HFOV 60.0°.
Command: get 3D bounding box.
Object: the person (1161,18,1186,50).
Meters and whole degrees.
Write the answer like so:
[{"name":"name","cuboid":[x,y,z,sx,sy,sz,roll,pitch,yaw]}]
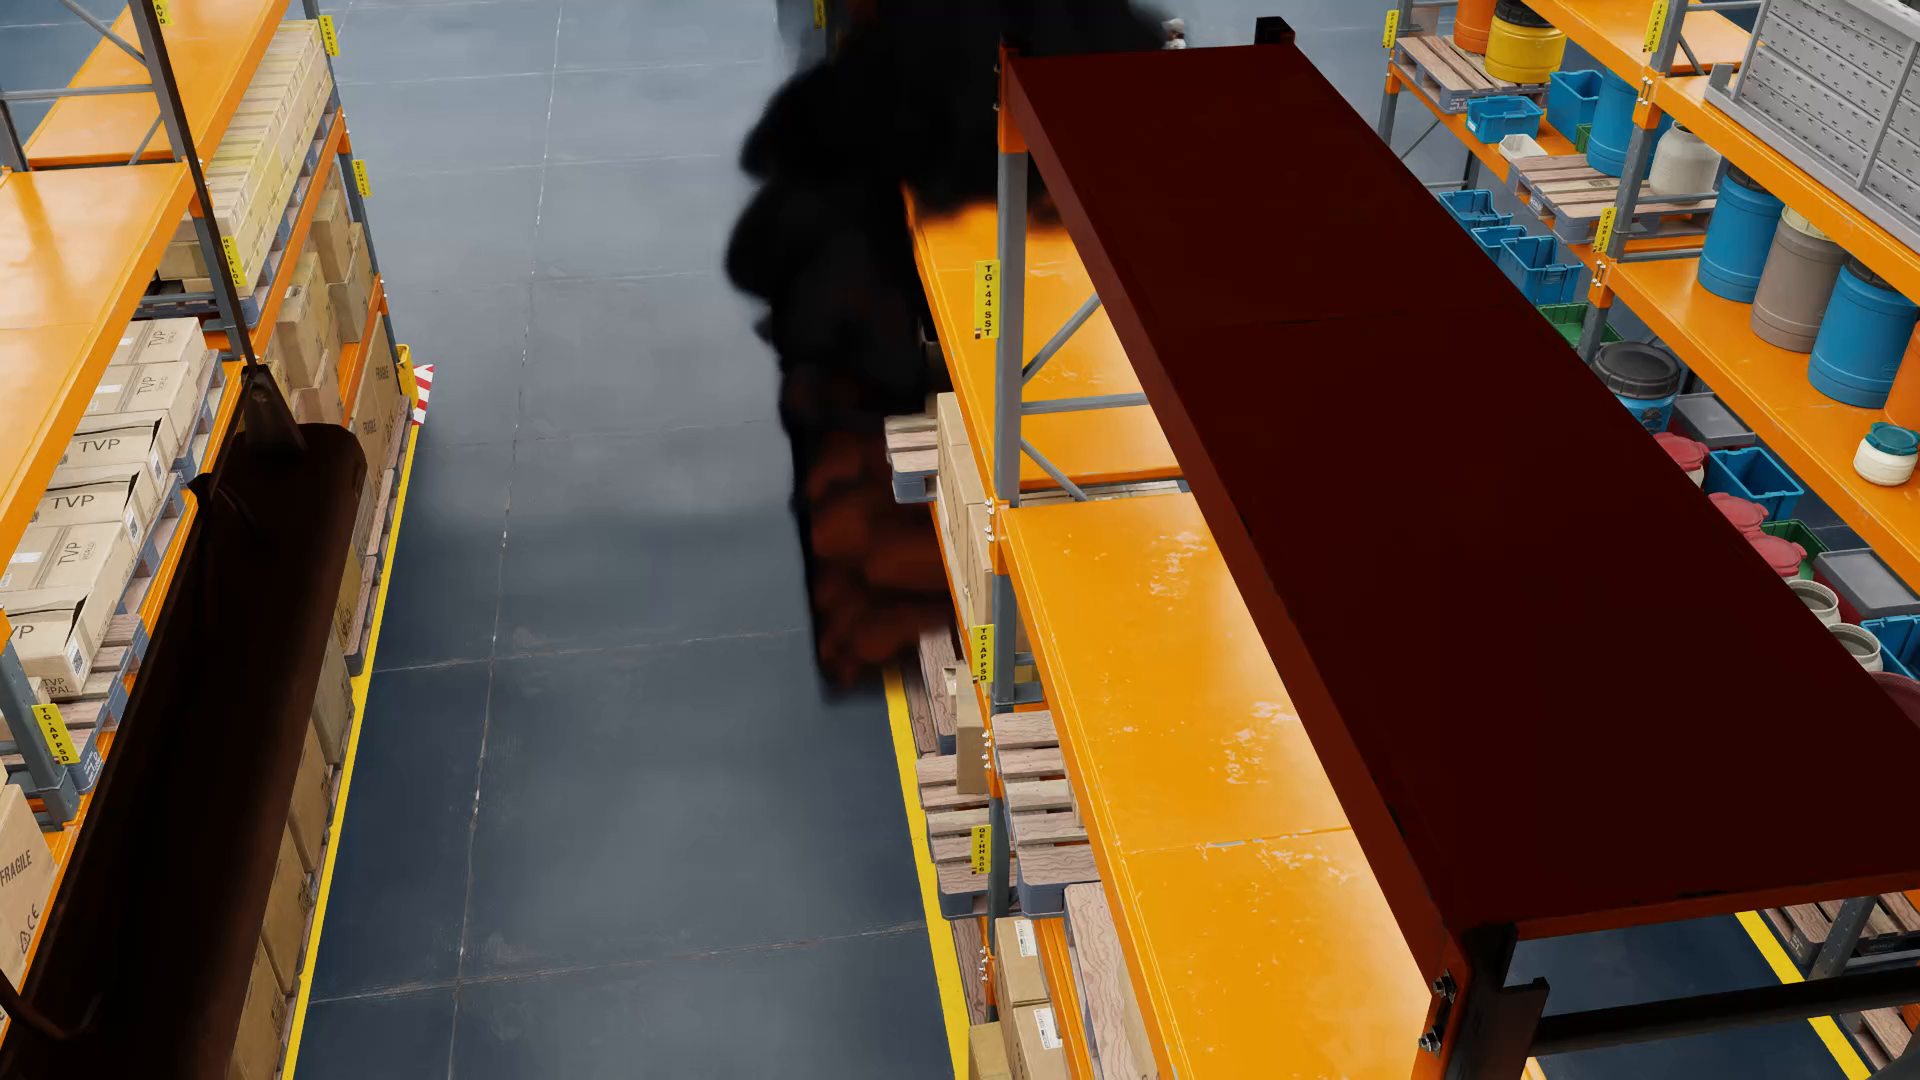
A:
[{"name":"person","cuboid":[2.466,-5.205,19.187,0.584,1.628,0.609,7,37,9]}]
